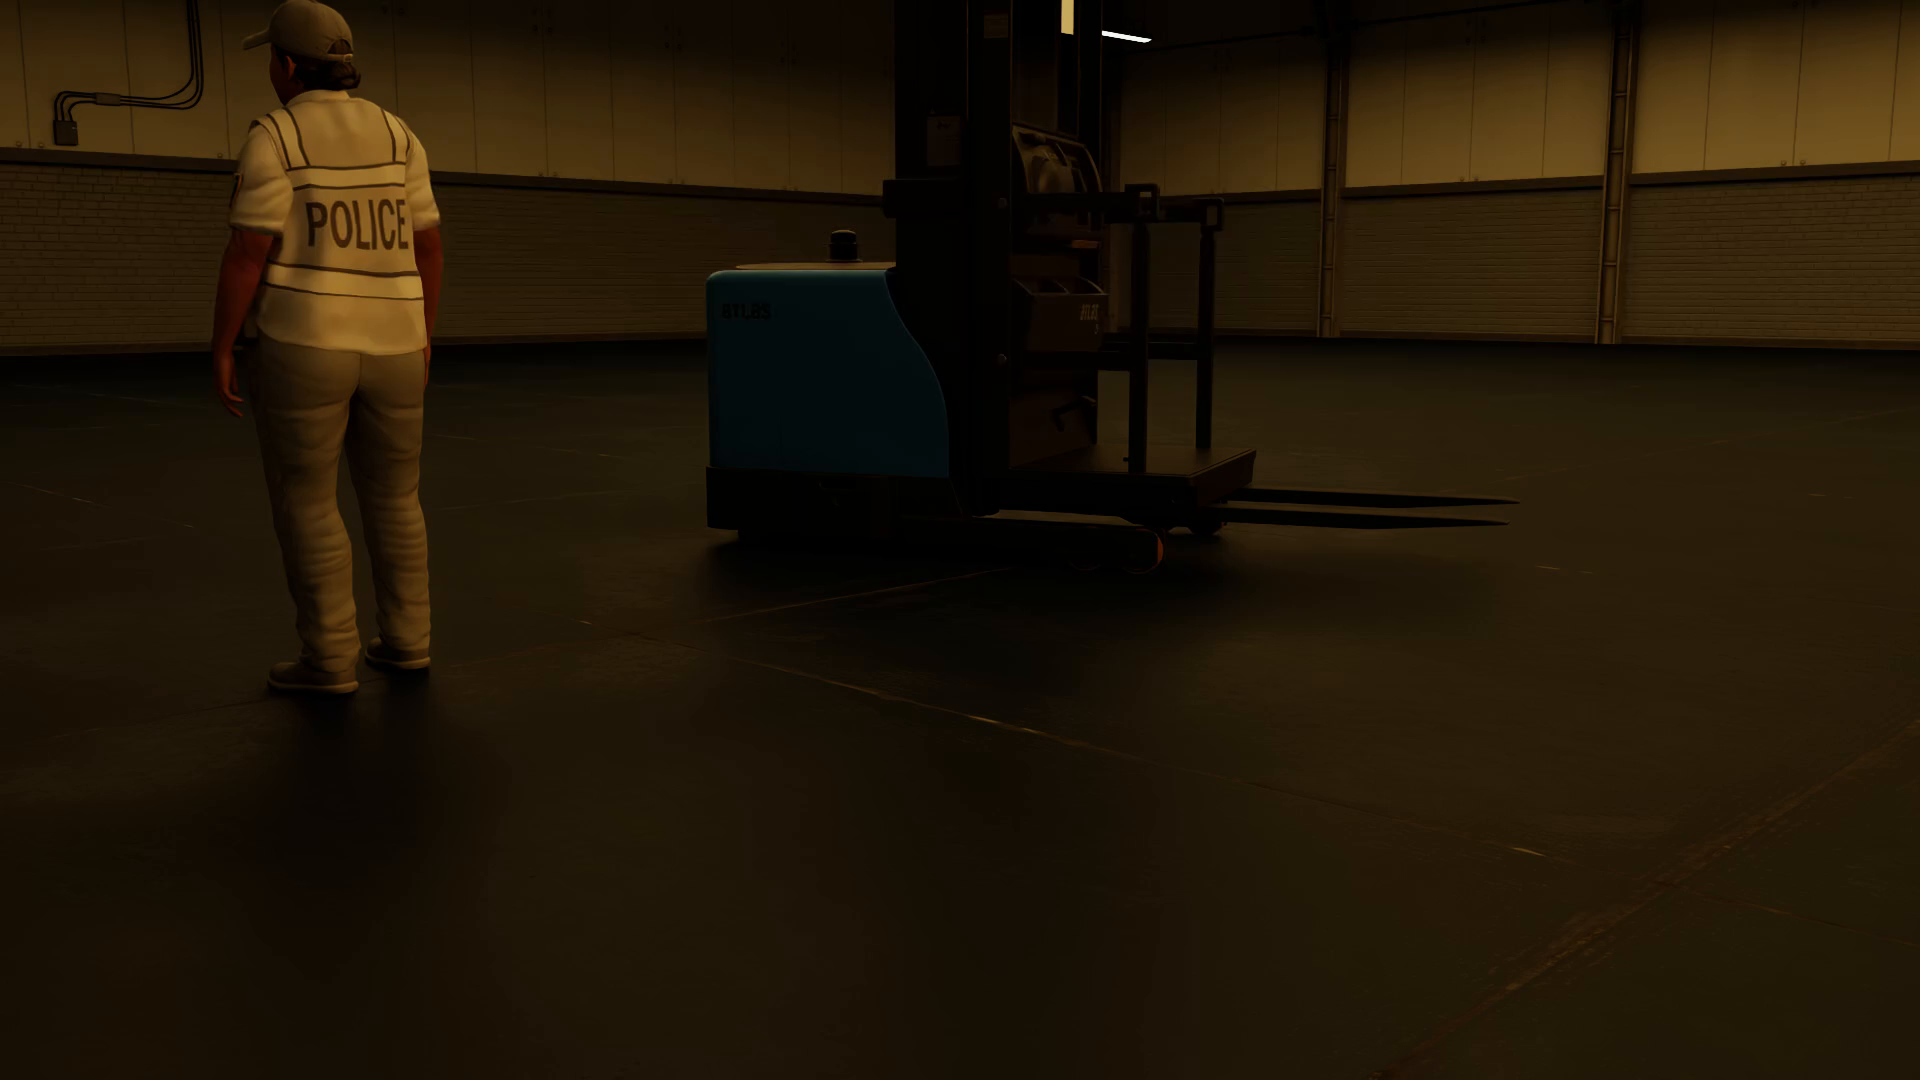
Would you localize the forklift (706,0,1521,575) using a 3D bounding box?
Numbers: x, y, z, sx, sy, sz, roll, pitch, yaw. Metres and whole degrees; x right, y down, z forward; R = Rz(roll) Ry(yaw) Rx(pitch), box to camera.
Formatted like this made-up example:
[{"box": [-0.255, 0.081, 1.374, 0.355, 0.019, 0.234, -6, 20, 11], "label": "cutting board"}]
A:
[{"box": [0.565, -1.416, 6.275, 3.031, 2.935, 1.130, 3, 9, 22], "label": "forklift"}]

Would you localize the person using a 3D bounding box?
[{"box": [-1.575, -0.456, 4.120, 0.513, 1.672, 0.597, 7, 11, 40], "label": "person"}]
